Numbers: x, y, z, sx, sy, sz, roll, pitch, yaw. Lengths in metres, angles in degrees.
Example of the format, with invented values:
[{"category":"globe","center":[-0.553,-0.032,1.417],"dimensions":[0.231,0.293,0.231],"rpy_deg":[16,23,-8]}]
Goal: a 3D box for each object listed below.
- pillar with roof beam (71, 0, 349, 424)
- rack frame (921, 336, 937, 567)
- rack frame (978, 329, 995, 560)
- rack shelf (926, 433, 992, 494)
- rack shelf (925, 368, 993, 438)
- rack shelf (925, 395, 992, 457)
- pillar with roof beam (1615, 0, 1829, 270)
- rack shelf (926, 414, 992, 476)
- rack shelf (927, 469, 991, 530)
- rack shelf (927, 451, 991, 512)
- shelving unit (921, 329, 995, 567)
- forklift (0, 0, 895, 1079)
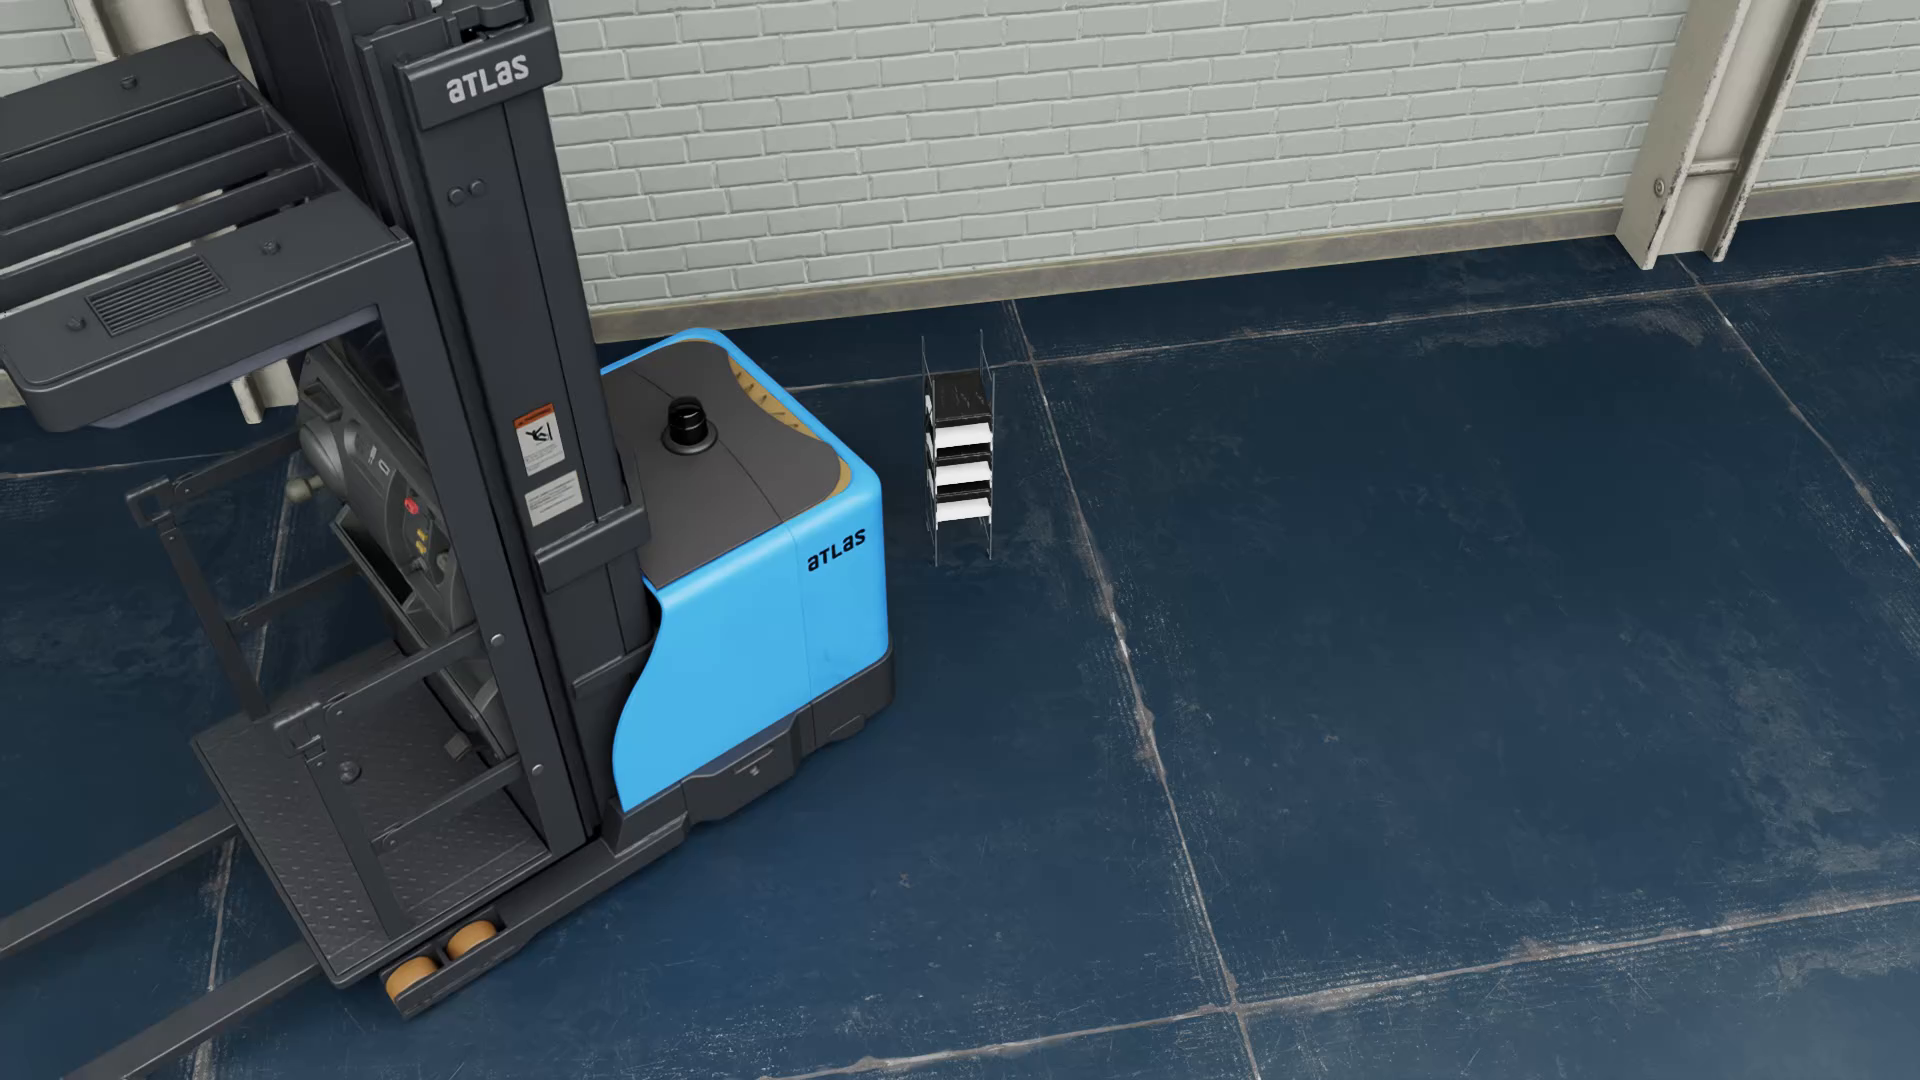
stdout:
[{"category":"pillar with roof beam","center":[-1.971,-0.668,0.645],"dimensions":[0.400,9.000,9.100],"rpy_deg":[-7,46,-7]},{"category":"rack frame","center":[-0.108,-0.299,5.913],"dimensions":[0.006,0.900,0.240],"rpy_deg":[-7,46,-7]},{"category":"rack frame","center":[0.092,-0.324,5.937],"dimensions":[0.006,0.900,0.240],"rpy_deg":[-7,46,-7]},{"category":"rack shelf","center":[-0.008,-0.288,5.949],"dimensions":[0.200,0.077,0.258],"rpy_deg":[-7,46,-7]},{"category":"rack shelf","center":[-0.008,-0.475,5.755],"dimensions":[0.200,0.077,0.258],"rpy_deg":[-7,46,-7]},{"category":"rack shelf","center":[-0.008,-0.413,5.819],"dimensions":[0.200,0.077,0.258],"rpy_deg":[-7,46,-7]},{"category":"pillar with roof beam","center":[3.941,-1.405,1.355],"dimensions":[0.400,9.000,9.100],"rpy_deg":[-7,46,-7]},{"category":"rack shelf","center":[-0.008,-0.351,5.884],"dimensions":[0.200,0.077,0.258],"rpy_deg":[-7,46,-7]},{"category":"rack shelf","center":[-0.008,-0.163,6.079],"dimensions":[0.200,0.077,0.258],"rpy_deg":[-7,46,-7]},{"category":"rack shelf","center":[-0.008,-0.226,6.014],"dimensions":[0.200,0.077,0.258],"rpy_deg":[-7,46,-7]},{"category":"shelving unit","center":[-0.008,-0.311,5.925],"dimensions":[0.210,0.900,0.258],"rpy_deg":[-7,46,-7]},{"category":"forklift","center":[-1.687,-0.061,4.273],"dimensions":[3.031,2.935,1.130],"rpy_deg":[-30,53,-26]}]
